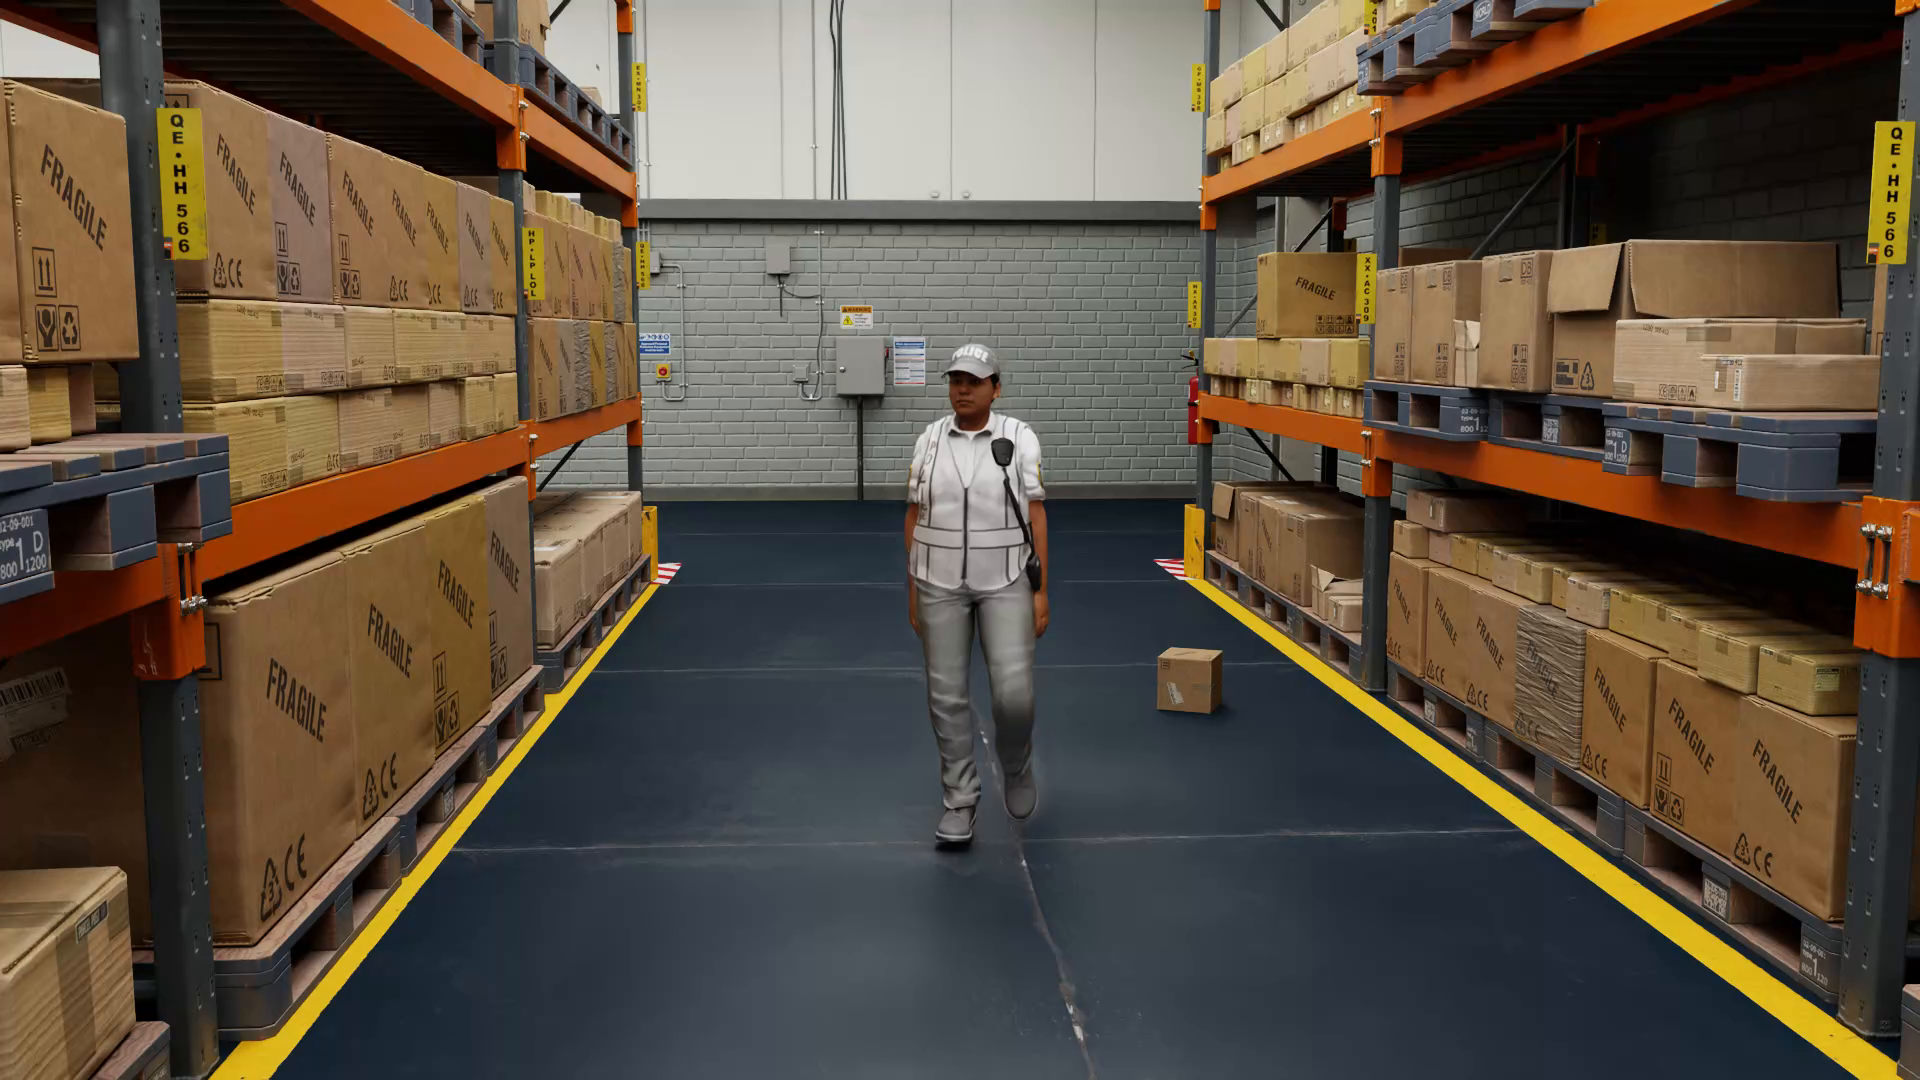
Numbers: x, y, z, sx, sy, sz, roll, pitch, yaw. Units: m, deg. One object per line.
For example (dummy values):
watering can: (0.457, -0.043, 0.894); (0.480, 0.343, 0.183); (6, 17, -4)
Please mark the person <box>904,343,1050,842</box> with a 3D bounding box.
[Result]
person: (0.051, 0.172, 5.608); (0.498, 1.658, 0.475); (1, 7, 11)
